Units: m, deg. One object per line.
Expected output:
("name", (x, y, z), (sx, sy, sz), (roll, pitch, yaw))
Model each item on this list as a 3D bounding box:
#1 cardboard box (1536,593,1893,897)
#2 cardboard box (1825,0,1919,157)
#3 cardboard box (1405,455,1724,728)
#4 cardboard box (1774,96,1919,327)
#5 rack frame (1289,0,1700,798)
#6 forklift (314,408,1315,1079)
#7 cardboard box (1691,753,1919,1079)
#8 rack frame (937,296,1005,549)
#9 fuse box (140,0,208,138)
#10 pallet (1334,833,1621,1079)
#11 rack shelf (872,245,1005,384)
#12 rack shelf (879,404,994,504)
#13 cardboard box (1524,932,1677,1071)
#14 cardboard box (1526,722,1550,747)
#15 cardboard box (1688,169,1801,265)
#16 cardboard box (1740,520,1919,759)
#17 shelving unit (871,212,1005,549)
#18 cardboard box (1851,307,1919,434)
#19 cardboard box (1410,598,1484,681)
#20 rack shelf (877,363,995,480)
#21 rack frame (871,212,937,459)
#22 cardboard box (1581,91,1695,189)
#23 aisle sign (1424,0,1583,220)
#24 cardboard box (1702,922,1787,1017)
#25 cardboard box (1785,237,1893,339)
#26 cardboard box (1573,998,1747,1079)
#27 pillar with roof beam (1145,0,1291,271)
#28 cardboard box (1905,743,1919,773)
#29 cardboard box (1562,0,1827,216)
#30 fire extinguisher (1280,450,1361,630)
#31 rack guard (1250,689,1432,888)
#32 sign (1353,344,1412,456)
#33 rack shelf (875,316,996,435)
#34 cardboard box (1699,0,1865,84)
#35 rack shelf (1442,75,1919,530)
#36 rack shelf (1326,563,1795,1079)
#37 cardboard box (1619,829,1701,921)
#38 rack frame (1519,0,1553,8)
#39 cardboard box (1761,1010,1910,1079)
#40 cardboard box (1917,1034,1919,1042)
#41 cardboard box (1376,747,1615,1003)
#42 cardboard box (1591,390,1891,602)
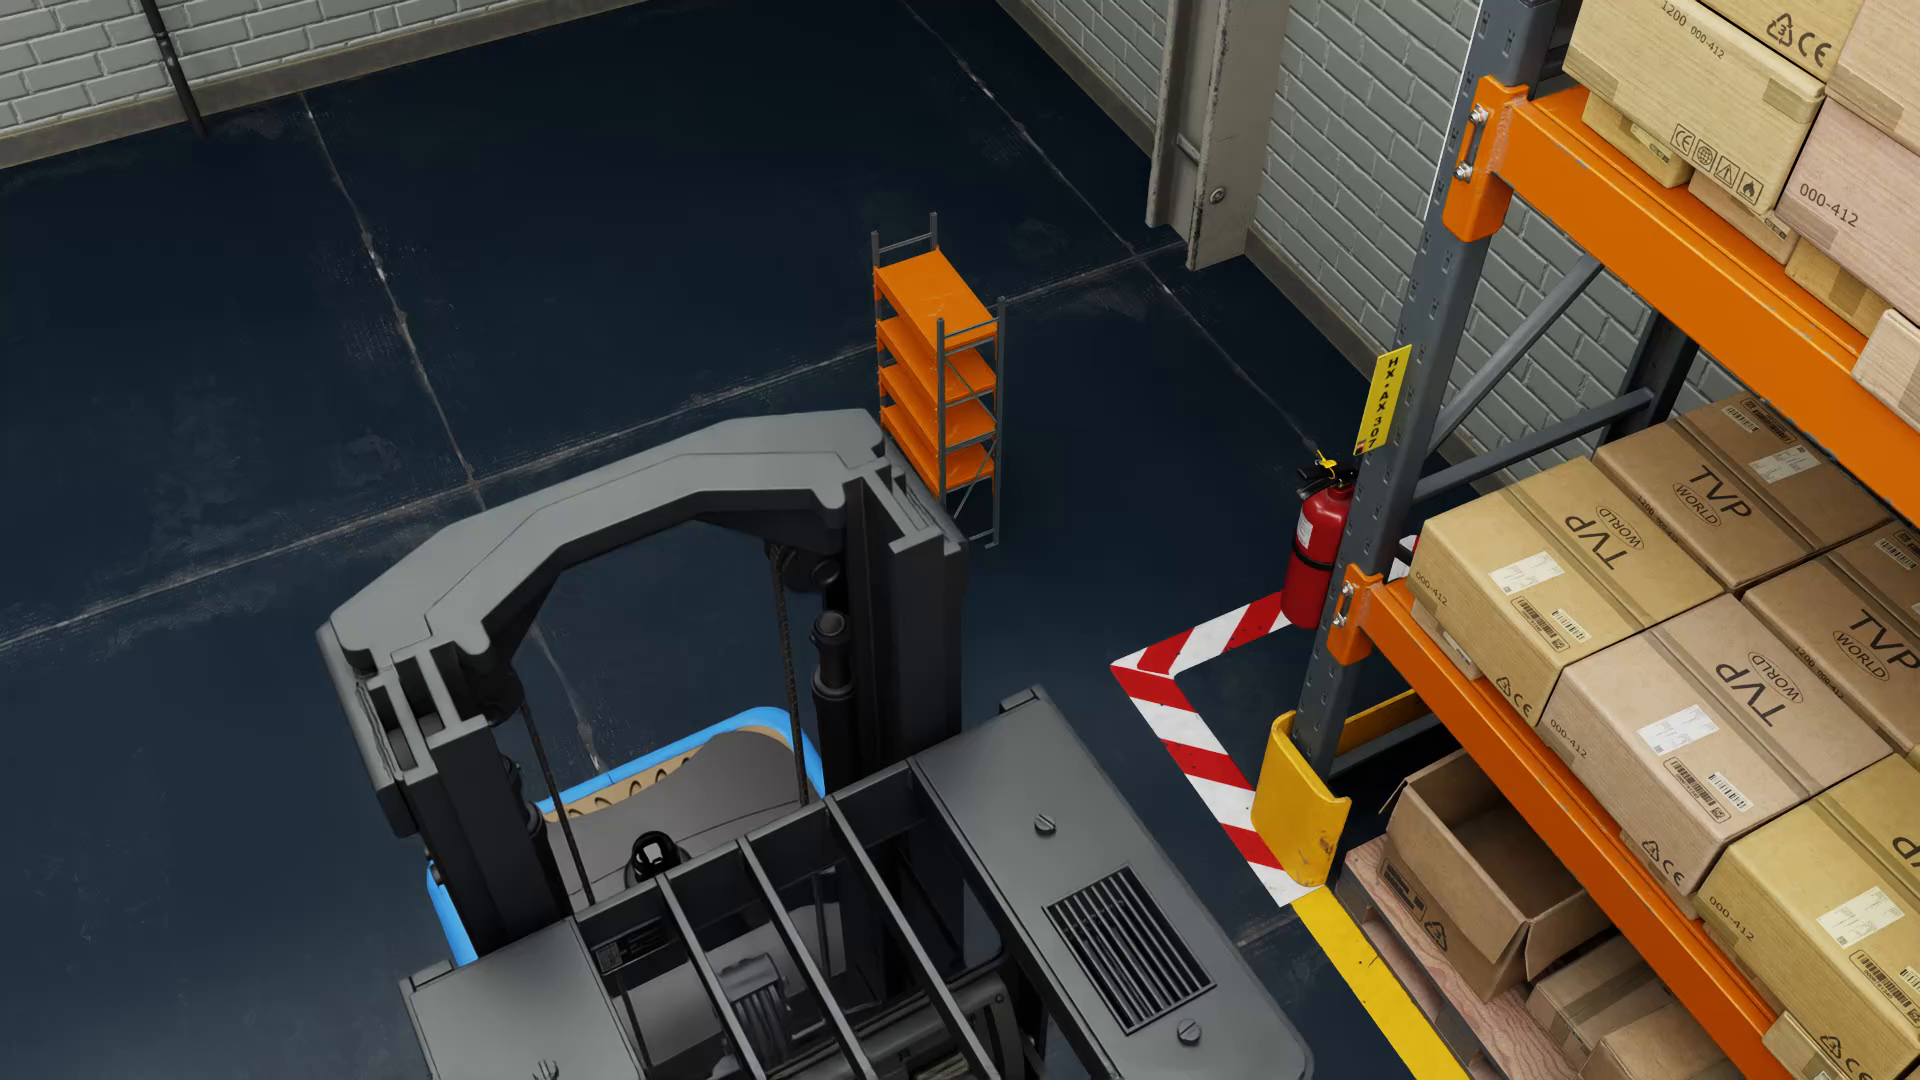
("cardboard box", (1.692, 0.452, 3.764), (0.500, 0.250, 0.500), (-21, 52, -17))
("cardboard box", (1.688, -0.703, 2.449), (0.500, 0.250, 0.500), (-22, 52, -18))
("cardboard box", (1.461, 0.115, 4.059), (0.500, 0.250, 0.500), (-21, 52, -17))
("cardboard box", (1.704, -0.545, 2.643), (0.500, 0.250, 0.500), (-20, 52, -17))
("rack frame", (1.493, -0.233, 4.461), (1.000, 3.000, 0.127), (-21, 52, -18))
("forklift", (-0.187, 1.311, 3.156), (1.130, 2.935, 3.031), (-23, 53, -19))
("cardboard box", (1.926, 0.790, 3.468), (0.500, 0.250, 0.500), (-22, 52, -18))
("rack frame", (0.036, -0.342, 5.752), (0.240, 1.200, 0.015), (-21, 52, -18))
("fuse box", (-3.586, -2.488, 7.290), (0.539, 1.711, 0.414), (-21, 52, -18))
("pallet", (1.893, 1.269, 5.000), (1.003, 0.211, 1.213), (-21, 52, -18))
("rack shelf", (-0.076, -0.764, 5.599), (0.258, 0.148, 0.480), (-21, 52, -18))
("rack shelf", (-0.076, -0.331, 6.095), (0.258, 0.148, 0.480), (-21, 52, -18))
("cardboard box", (1.848, 1.307, 4.729), (0.380, 0.149, 0.250), (-23, 53, -19))
("cardboard box", (1.557, 0.318, 4.146), (0.380, 0.149, 0.250), (-20, 52, -17))
("cardboard box", (1.575, -0.678, 3.024), (0.380, 0.149, 0.250), (-20, 52, -17))
("cardboard box", (2.174, 0.280, 3.914), (0.500, 0.250, 0.500), (-21, 52, -17))
("shelving unit", (-0.076, -0.506, 5.895), (0.258, 1.200, 0.503), (-21, 52, -18))
("cardboard box", (1.700, -0.298, 2.692), (0.380, 0.149, 0.250), (-20, 52, -17))
("cardboard box", (1.399, 0.164, 4.281), (0.380, 0.149, 0.250), (-22, 52, -18))
("rack shelf", (-0.076, -0.462, 5.946), (0.258, 0.148, 0.480), (-21, 52, -18))
("rack frame", (-0.187, -0.669, 6.038), (0.240, 1.200, 0.015), (-21, 52, -18))
("cardboard box", (1.432, -0.844, 3.170), (0.380, 0.149, 0.250), (-20, 52, -17))
("aisle sign", (1.200, -1.033, 3.434), (0.394, 0.787, 0.004), (-21, 52, -18))
("cardboard box", (1.895, 0.848, 3.682), (0.380, 0.149, 0.250), (-20, 52, -17))
("cardboard box", (1.677, -0.500, 2.869), (0.380, 0.149, 0.250), (-21, 52, -17))
("cardboard box", (2.045, 1.479, 4.345), (0.700, 0.500, 0.500), (-19, 52, -16))
("pillar with roof beam", (-2.768, -2.840, 2.756), (9.100, 9.000, 0.400), (-21, 52, -18))
("cardboard box", (2.396, 0.613, 3.623), (0.500, 0.250, 0.500), (-20, 52, -16))
("cardboard box", (1.453, -0.878, 2.934), (0.500, 0.250, 0.500), (-22, 52, -18))
("fire extinguisher", (1.014, -0.024, 4.577), (0.296, 0.674, 0.183), (-21, 52, -18))
("rack guard", (1.527, 0.641, 5.357), (1.175, 0.500, 0.348), (-21, 52, -18))
("sign", (1.010, -0.331, 3.972), (0.100, 0.325, 0.005), (-21, 52, -18))
("rack shelf", (-0.076, -0.609, 5.778), (0.258, 0.148, 0.480), (-21, 52, -18))
("cardboard box", (1.472, -1.050, 2.753), (0.500, 0.250, 0.500), (-22, 52, -18))
("rack shelf", (2.408, 0.355, 2.432), (1.077, 0.370, 4.000), (-21, 52, -18))
("rack shelf", (2.408, 1.342, 3.561), (1.077, 0.370, 4.000), (-21, 52, -18))
("cardboard box", (1.769, 0.673, 3.836), (0.380, 0.149, 0.250), (-20, 52, -16))
("rack frame", (1.493, -2.208, 2.203), (1.000, 3.000, 0.127), (-21, 52, -18))
("cardboard box", (1.944, 1.043, 3.511), (0.380, 0.149, 0.250), (-23, 53, -19))
("cardboard box", (2.147, 0.872, 2.899), (0.500, 0.500, 0.500), (-20, 52, -17))
("cardboard box", (1.688, 0.893, 4.856), (0.797, 0.503, 0.637), (-23, 53, -19))
("cardboard box", (1.939, -0.065, 4.216), (0.500, 0.250, 0.500), (-20, 52, -16))
